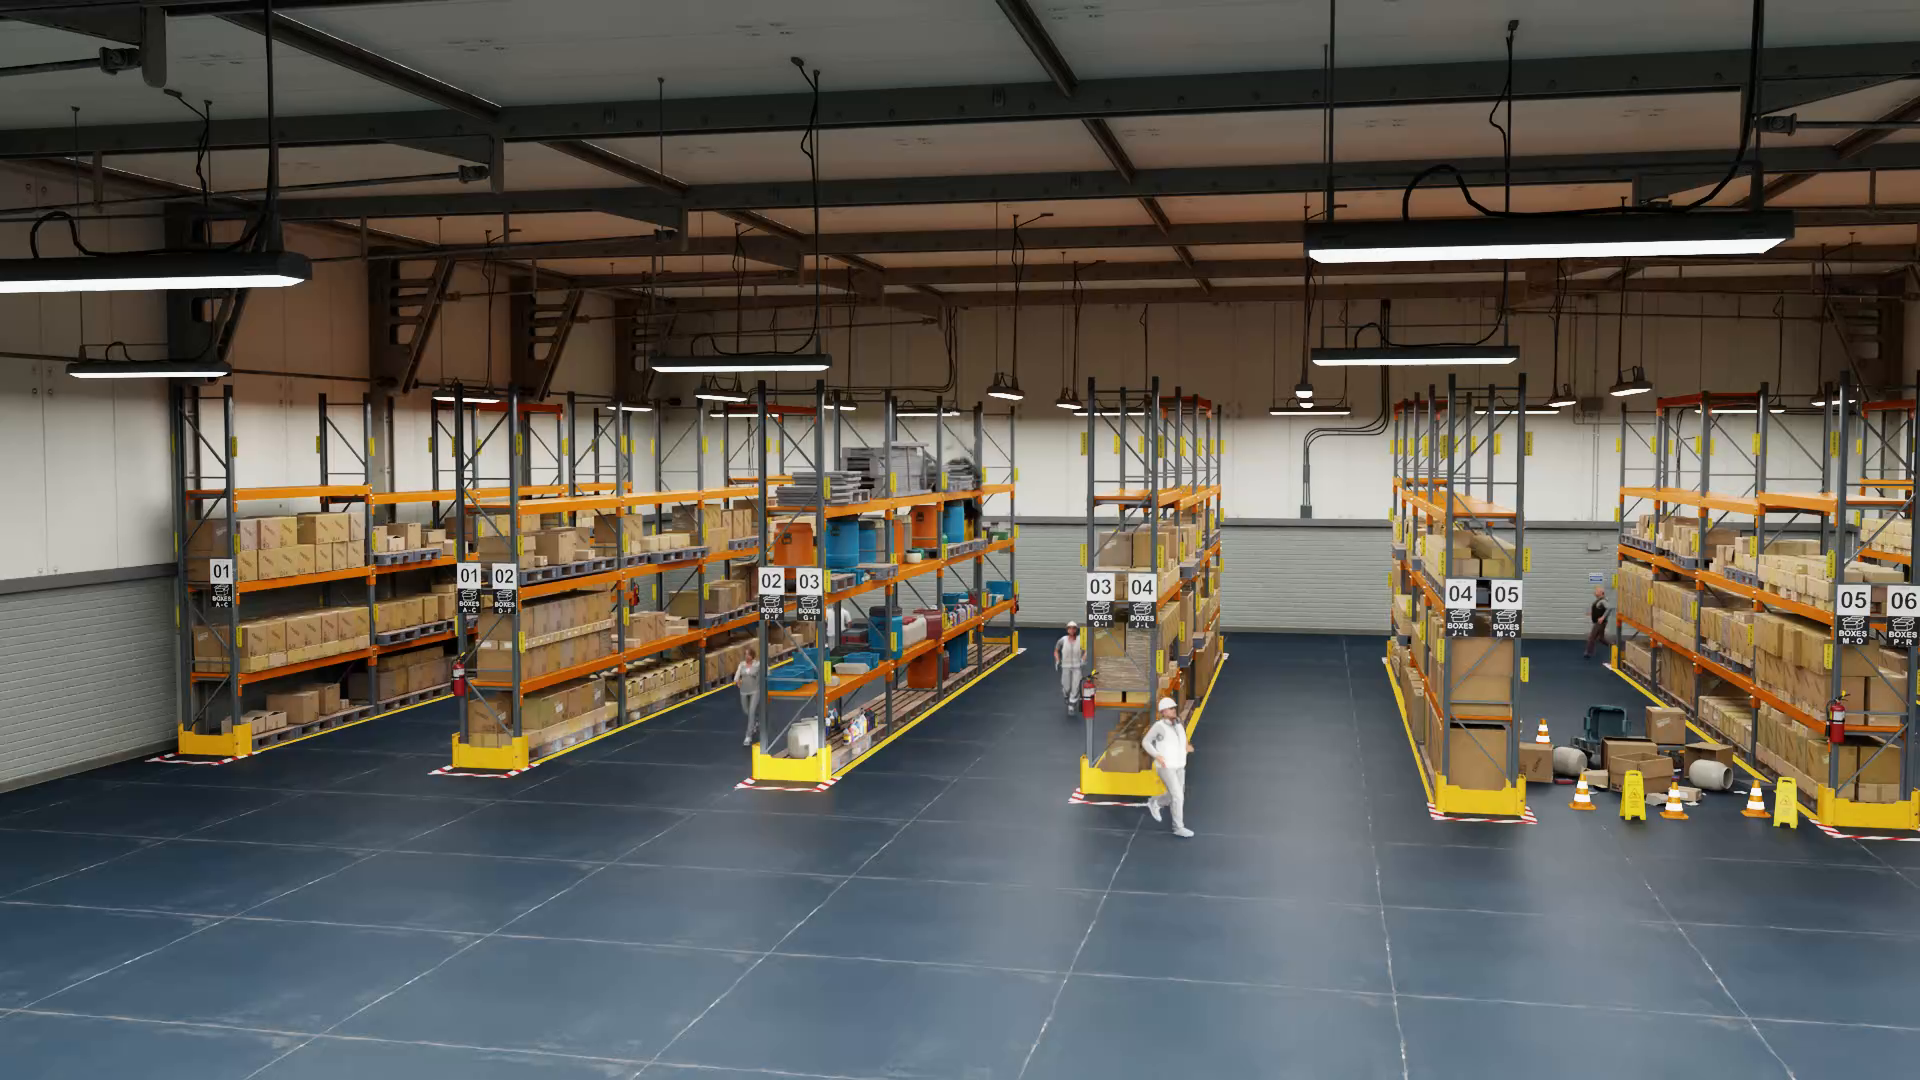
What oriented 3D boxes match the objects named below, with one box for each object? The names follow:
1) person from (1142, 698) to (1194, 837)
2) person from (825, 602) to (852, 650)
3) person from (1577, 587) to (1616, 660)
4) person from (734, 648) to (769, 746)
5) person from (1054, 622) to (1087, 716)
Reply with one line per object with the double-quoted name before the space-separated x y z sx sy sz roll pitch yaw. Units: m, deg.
"person" 2.705 2.919 21.552 0.669 1.747 0.883 -3 4 -42
"person" -2.722 2.100 36.576 0.702 1.721 0.589 0 3 -3
"person" 14.986 1.967 38.932 0.949 1.731 0.699 1 3 16
"person" -3.547 2.623 28.210 0.559 1.609 0.857 1 3 10
"person" 2.098 2.397 31.130 0.657 1.743 0.577 0 3 1
